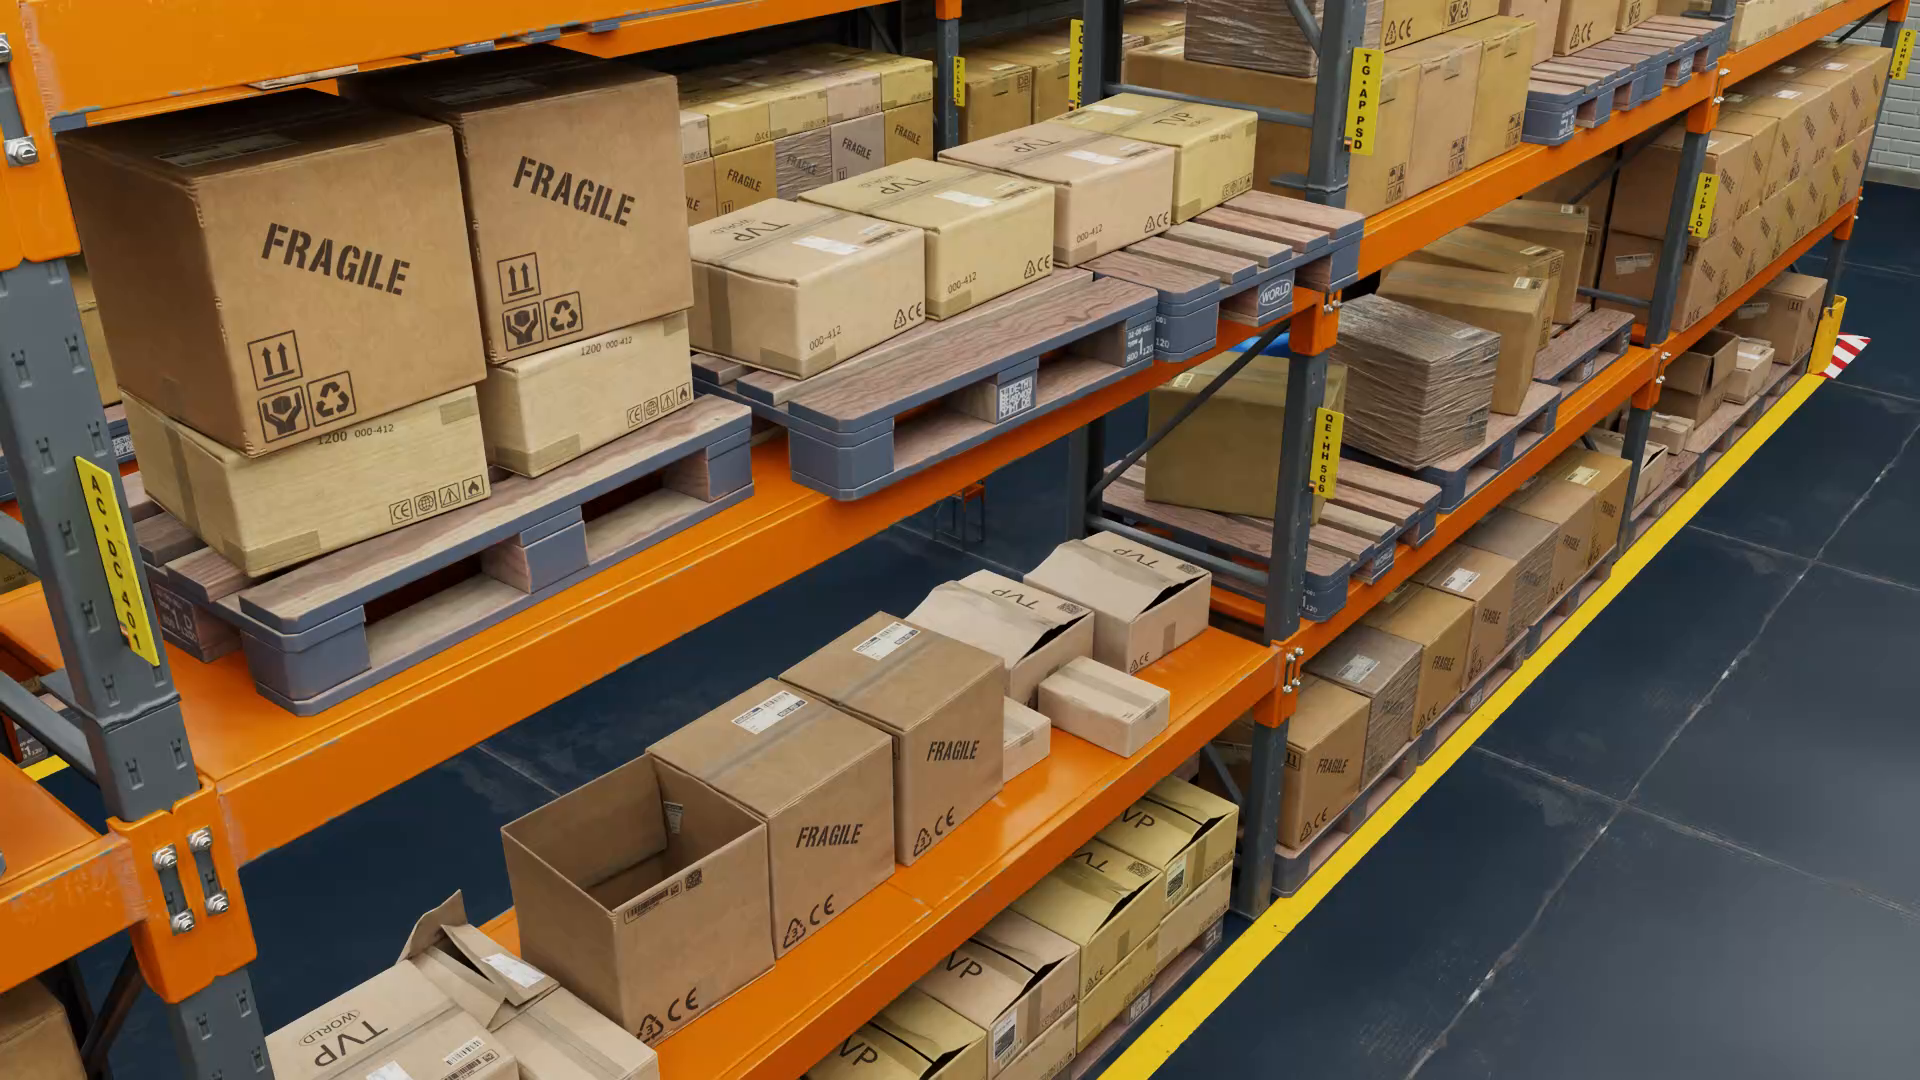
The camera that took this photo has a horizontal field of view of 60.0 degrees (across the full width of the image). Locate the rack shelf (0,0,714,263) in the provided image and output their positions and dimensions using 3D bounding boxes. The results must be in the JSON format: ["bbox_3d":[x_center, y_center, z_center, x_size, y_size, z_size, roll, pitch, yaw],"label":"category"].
[{"bbox_3d":[-0.425,-1.406,3.892,1.077,0.370,4.000,21,34,34],"label":"rack shelf"}]

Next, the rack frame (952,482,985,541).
[{"bbox_3d":[0.049,-0.560,9.527,0.240,1.200,0.006,21,34,34],"label":"rack frame"}]

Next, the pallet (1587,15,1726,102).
[{"bbox_3d":[2.923,-2.404,8.072,1.213,0.211,1.003,21,34,34],"label":"pallet"}]

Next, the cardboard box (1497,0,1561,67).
[{"bbox_3d":[2.168,-2.343,7.075,0.600,0.600,0.600,19,33,33],"label":"cardboard box"}]

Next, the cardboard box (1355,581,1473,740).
[{"bbox_3d":[2.009,0.526,7.711,0.500,0.500,0.500,20,34,34],"label":"cardboard box"}]

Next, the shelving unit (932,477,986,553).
[{"bbox_3d":[-0.009,-0.528,9.464,0.258,1.200,0.189,21,34,34],"label":"shelving unit"}]

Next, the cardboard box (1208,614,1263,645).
[{"bbox_3d":[1.294,0.213,7.500,0.500,0.250,0.500,22,35,36],"label":"cardboard box"}]

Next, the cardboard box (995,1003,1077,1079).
[{"bbox_3d":[0.054,1.706,5.723,0.500,0.250,0.500,22,34,36],"label":"cardboard box"}]

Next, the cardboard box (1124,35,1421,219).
[{"bbox_3d":[1.099,-1.489,5.990,0.910,0.500,0.500,21,34,34],"label":"cardboard box"}]

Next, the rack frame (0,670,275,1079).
[{"bbox_3d":[-1.697,1.471,3.643,1.000,3.000,0.127,21,34,34],"label":"rack frame"}]

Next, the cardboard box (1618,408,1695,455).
[{"bbox_3d":[4.368,-0.698,10.439,0.380,0.166,0.250,21,34,34],"label":"cardboard box"}]

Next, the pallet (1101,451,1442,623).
[{"bbox_3d":[1.224,-0.123,6.932,1.213,0.211,1.003,21,34,34],"label":"pallet"}]

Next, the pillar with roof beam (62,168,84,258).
[{"bbox_3d":[-1.150,-2.592,4.967,9.100,9.000,0.400,21,34,34],"label":"pillar with roof beam"}]

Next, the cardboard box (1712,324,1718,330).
[{"bbox_3d":[5.053,-1.471,11.843,0.500,0.250,0.500,21,34,34],"label":"cardboard box"}]

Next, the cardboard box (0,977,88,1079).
[{"bbox_3d":[-1.974,1.009,3.014,0.700,0.500,0.500,21,34,35],"label":"cardboard box"}]

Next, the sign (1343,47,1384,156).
[{"bbox_3d":[1.270,-1.380,5.239,0.100,0.325,0.005,21,34,34],"label":"sign"}]

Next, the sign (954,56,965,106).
[{"bbox_3d":[-0.008,-3.136,11.374,0.100,0.325,0.005,21,34,34],"label":"sign"}]

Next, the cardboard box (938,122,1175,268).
[{"bbox_3d":[0.283,-1.031,4.921,0.500,0.250,0.500,22,34,36],"label":"cardboard box"}]

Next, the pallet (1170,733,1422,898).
[{"bbox_3d":[1.351,1.037,7.515,1.003,0.211,1.213,21,34,34],"label":"pallet"}]

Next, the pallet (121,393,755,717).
[{"bbox_3d":[-1.146,-0.093,3.609,0.805,0.209,1.217,19,33,32],"label":"pallet"}]

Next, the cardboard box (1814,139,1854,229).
[{"bbox_3d":[5.534,-2.405,11.026,0.500,0.500,0.500,21,34,35],"label":"cardboard box"}]

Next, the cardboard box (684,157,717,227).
[{"bbox_3d":[-1.814,-2.035,9.966,0.500,0.500,0.500,21,34,34],"label":"cardboard box"}]

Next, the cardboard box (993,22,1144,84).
[{"bbox_3d":[0.848,-3.651,13.217,0.980,0.700,0.700,19,33,32],"label":"cardboard box"}]

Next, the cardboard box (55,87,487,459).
[{"bbox_3d":[-1.274,-0.522,3.120,0.500,0.500,0.500,21,34,35],"label":"cardboard box"}]

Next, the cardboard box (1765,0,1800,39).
[{"bbox_3d":[4.213,-2.908,9.005,0.500,0.250,0.500,21,34,34],"label":"cardboard box"}]

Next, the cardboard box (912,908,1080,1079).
[{"bbox_3d":[0.055,1.460,5.588,0.500,0.311,0.500,20,34,34],"label":"cardboard box"}]

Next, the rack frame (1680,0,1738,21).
[{"bbox_3d":[3.392,-4.030,7.747,1.000,3.000,0.127,21,34,34],"label":"rack frame"}]

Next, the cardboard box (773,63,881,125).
[{"bbox_3d":[-0.866,-2.912,10.844,0.500,0.250,0.500,22,34,35],"label":"cardboard box"}]

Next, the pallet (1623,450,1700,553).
[{"bbox_3d":[3.829,-0.370,10.236,1.003,0.211,1.213,21,34,34],"label":"pallet"}]

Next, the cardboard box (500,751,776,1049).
[{"bbox_3d":[-0.861,0.972,4.498,0.500,0.500,0.500,24,36,38],"label":"cardboard box"}]

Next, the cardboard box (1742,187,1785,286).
[{"bbox_3d":[4.569,-1.870,9.992,0.500,0.500,0.500,21,34,34],"label":"cardboard box"}]

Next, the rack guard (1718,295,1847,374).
[{"bbox_3d":[5.887,-1.647,12.389,1.175,0.500,0.348,21,34,34],"label":"rack guard"}]

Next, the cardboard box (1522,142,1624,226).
[{"bbox_3d":[3.513,-2.109,9.366,0.500,0.500,0.500,21,34,35],"label":"cardboard box"}]

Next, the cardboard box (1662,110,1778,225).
[{"bbox_3d":[4.236,-2.122,9.391,0.500,0.500,0.500,20,33,33],"label":"cardboard box"}]

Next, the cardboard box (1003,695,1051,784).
[{"bbox_3d":[0.080,0.633,5.536,0.380,0.149,0.250,24,36,38],"label":"cardboard box"}]

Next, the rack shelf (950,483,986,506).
[{"bbox_3d":[-0.009,-0.275,9.595,0.258,0.103,0.180,21,34,34],"label":"rack shelf"}]

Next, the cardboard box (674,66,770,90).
[{"bbox_3d":[-1.569,-2.877,10.777,0.500,0.250,0.500,19,33,33],"label":"cardboard box"}]

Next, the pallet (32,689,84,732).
[{"bbox_3d":[-4.252,0.552,8.454,1.003,0.211,1.213,21,34,34],"label":"pallet"}]

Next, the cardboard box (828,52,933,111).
[{"bbox_3d":[-0.533,-3.090,11.189,0.500,0.250,0.500,22,34,36],"label":"cardboard box"}]

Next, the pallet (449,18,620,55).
[{"bbox_3d":[-2.609,-2.886,9.006,1.213,0.211,1.003,23,35,37],"label":"pallet"}]

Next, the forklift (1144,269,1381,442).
[{"bbox_3d":[2.734,-2.018,10.462,3.031,2.935,1.130,-15,31,-26],"label":"forklift"}]

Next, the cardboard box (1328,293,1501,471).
[{"bbox_3d":[1.890,-0.703,7.279,0.500,0.500,0.700,-21,34,-34],"label":"cardboard box"}]

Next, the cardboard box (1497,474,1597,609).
[{"bbox_3d":[2.978,-0.019,8.765,0.500,0.500,0.500,21,34,35],"label":"cardboard box"}]

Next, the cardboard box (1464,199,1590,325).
[{"bbox_3d":[2.918,-1.494,8.808,0.700,0.500,0.500,9,29,18],"label":"cardboard box"}]

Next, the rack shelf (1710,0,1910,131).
[{"bbox_3d":[4.664,-3.088,9.972,1.077,0.370,4.000,21,34,34],"label":"rack shelf"}]

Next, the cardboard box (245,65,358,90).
[{"bbox_3d":[-3.227,-2.361,7.861,0.500,0.311,0.500,21,34,34],"label":"cardboard box"}]

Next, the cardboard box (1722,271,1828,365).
[{"bbox_3d":[5.780,-1.604,11.828,0.500,0.500,0.500,21,34,34],"label":"cardboard box"}]

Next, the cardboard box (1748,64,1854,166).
[{"bbox_3d":[5.218,-2.670,10.449,0.500,0.500,0.500,22,34,36],"label":"cardboard box"}]

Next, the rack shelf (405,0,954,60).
[{"bbox_3d":[-1.705,-3.116,10.027,1.077,0.370,4.000,21,34,34],"label":"rack shelf"}]

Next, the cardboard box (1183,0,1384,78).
[{"bbox_3d":[1.130,-1.921,5.738,0.500,0.500,0.500,21,34,34],"label":"cardboard box"}]

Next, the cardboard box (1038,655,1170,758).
[{"bbox_3d":[0.488,0.564,5.669,0.380,0.149,0.250,21,34,34],"label":"cardboard box"}]

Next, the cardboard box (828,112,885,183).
[{"bbox_3d":[-0.849,-2.577,11.012,0.500,0.500,0.500,21,34,35],"label":"cardboard box"}]

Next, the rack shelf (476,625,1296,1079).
[{"bbox_3d":[-0.425,1.081,5.179,1.077,0.370,4.000,21,34,34],"label":"rack shelf"}]

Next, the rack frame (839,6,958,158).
[{"bbox_3d":[-0.433,-2.812,11.922,1.000,3.000,0.127,21,34,34],"label":"rack frame"}]

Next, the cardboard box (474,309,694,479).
[{"bbox_3d":[-0.950,-0.393,3.686,0.500,0.250,0.500,17,32,30],"label":"cardboard box"}]
